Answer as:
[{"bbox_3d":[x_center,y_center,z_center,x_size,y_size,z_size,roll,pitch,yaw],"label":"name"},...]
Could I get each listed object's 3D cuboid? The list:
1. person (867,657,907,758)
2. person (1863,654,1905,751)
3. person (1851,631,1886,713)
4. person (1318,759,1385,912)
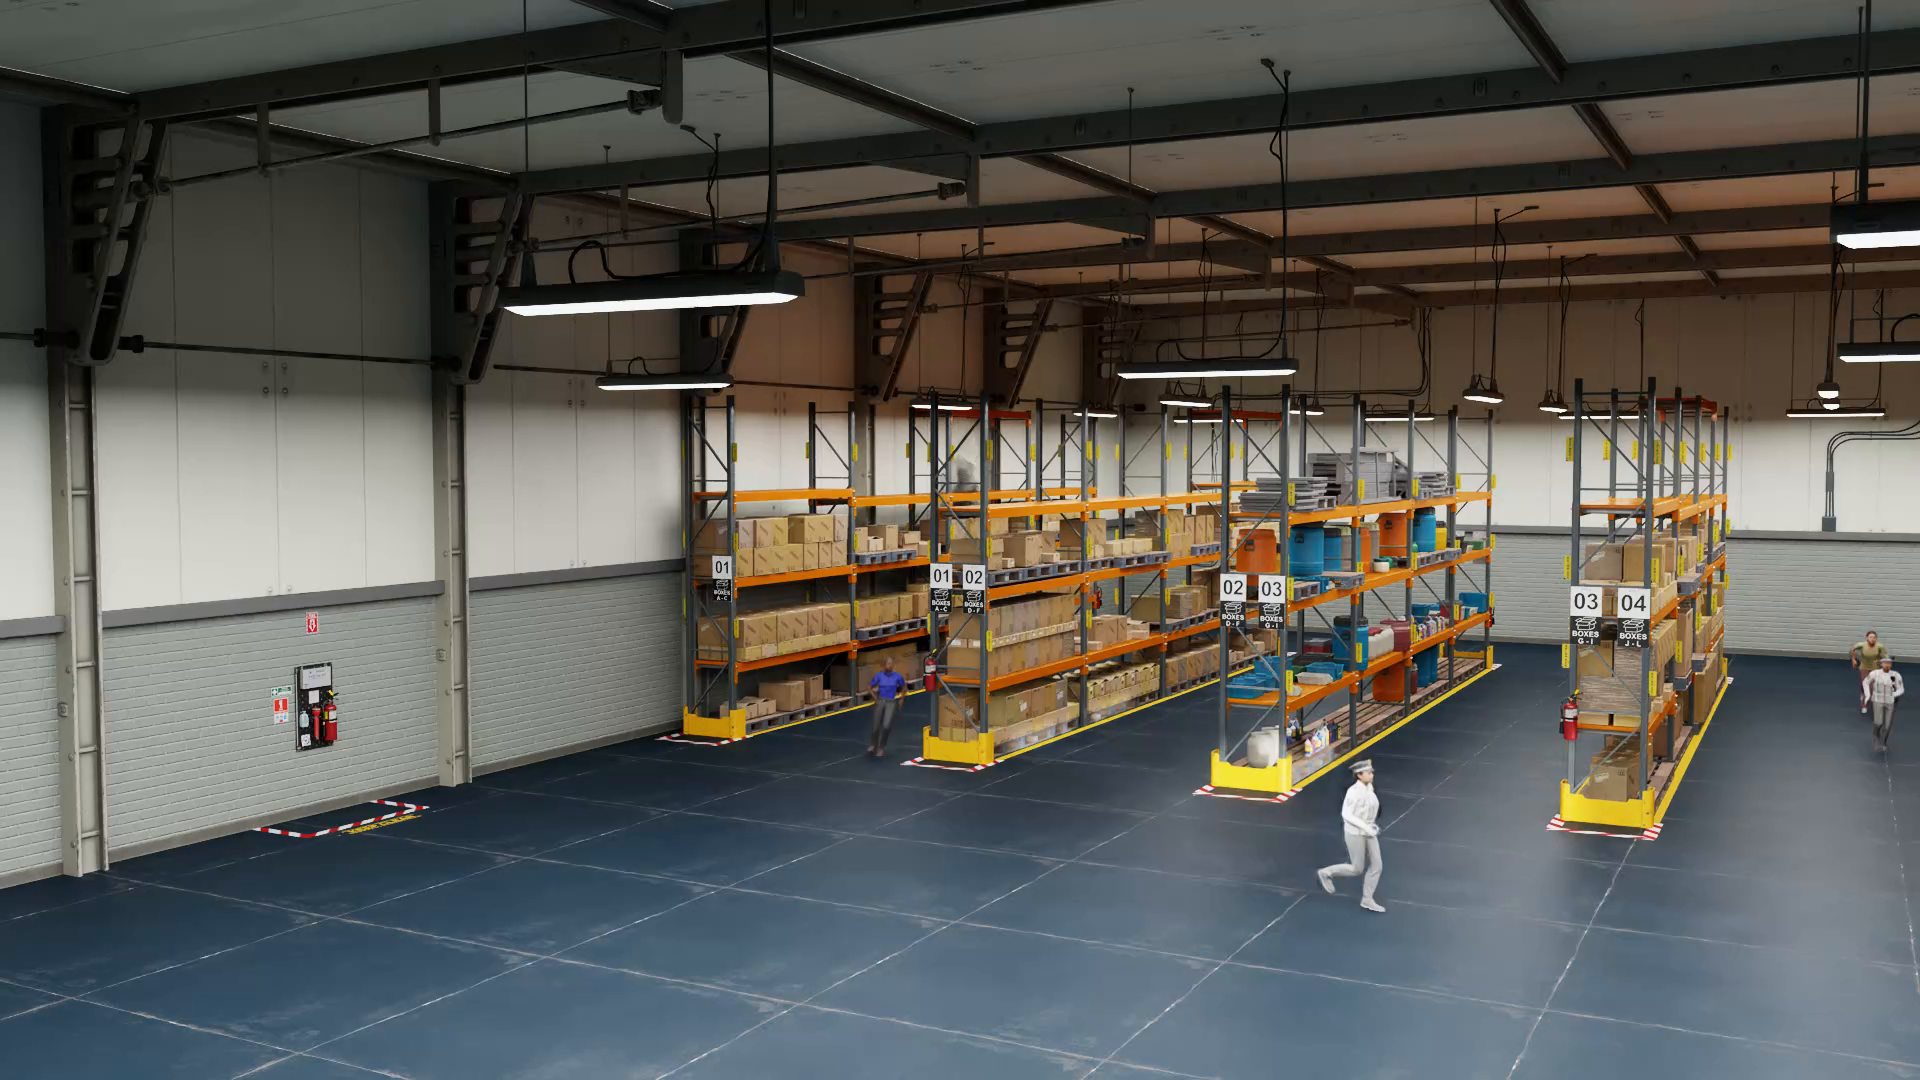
[{"bbox_3d":[-1.221,2.765,27.436,0.661,1.649,0.657,0,3,2],"label":"person"},{"bbox_3d":[15.328,2.707,27.588,0.583,1.647,0.700,1,3,22],"label":"person"},{"bbox_3d":[17.468,2.534,31.955,0.570,1.599,0.659,1,3,18],"label":"person"},{"bbox_3d":[4.340,3.213,18.294,0.769,1.663,0.607,3,4,43],"label":"person"}]
